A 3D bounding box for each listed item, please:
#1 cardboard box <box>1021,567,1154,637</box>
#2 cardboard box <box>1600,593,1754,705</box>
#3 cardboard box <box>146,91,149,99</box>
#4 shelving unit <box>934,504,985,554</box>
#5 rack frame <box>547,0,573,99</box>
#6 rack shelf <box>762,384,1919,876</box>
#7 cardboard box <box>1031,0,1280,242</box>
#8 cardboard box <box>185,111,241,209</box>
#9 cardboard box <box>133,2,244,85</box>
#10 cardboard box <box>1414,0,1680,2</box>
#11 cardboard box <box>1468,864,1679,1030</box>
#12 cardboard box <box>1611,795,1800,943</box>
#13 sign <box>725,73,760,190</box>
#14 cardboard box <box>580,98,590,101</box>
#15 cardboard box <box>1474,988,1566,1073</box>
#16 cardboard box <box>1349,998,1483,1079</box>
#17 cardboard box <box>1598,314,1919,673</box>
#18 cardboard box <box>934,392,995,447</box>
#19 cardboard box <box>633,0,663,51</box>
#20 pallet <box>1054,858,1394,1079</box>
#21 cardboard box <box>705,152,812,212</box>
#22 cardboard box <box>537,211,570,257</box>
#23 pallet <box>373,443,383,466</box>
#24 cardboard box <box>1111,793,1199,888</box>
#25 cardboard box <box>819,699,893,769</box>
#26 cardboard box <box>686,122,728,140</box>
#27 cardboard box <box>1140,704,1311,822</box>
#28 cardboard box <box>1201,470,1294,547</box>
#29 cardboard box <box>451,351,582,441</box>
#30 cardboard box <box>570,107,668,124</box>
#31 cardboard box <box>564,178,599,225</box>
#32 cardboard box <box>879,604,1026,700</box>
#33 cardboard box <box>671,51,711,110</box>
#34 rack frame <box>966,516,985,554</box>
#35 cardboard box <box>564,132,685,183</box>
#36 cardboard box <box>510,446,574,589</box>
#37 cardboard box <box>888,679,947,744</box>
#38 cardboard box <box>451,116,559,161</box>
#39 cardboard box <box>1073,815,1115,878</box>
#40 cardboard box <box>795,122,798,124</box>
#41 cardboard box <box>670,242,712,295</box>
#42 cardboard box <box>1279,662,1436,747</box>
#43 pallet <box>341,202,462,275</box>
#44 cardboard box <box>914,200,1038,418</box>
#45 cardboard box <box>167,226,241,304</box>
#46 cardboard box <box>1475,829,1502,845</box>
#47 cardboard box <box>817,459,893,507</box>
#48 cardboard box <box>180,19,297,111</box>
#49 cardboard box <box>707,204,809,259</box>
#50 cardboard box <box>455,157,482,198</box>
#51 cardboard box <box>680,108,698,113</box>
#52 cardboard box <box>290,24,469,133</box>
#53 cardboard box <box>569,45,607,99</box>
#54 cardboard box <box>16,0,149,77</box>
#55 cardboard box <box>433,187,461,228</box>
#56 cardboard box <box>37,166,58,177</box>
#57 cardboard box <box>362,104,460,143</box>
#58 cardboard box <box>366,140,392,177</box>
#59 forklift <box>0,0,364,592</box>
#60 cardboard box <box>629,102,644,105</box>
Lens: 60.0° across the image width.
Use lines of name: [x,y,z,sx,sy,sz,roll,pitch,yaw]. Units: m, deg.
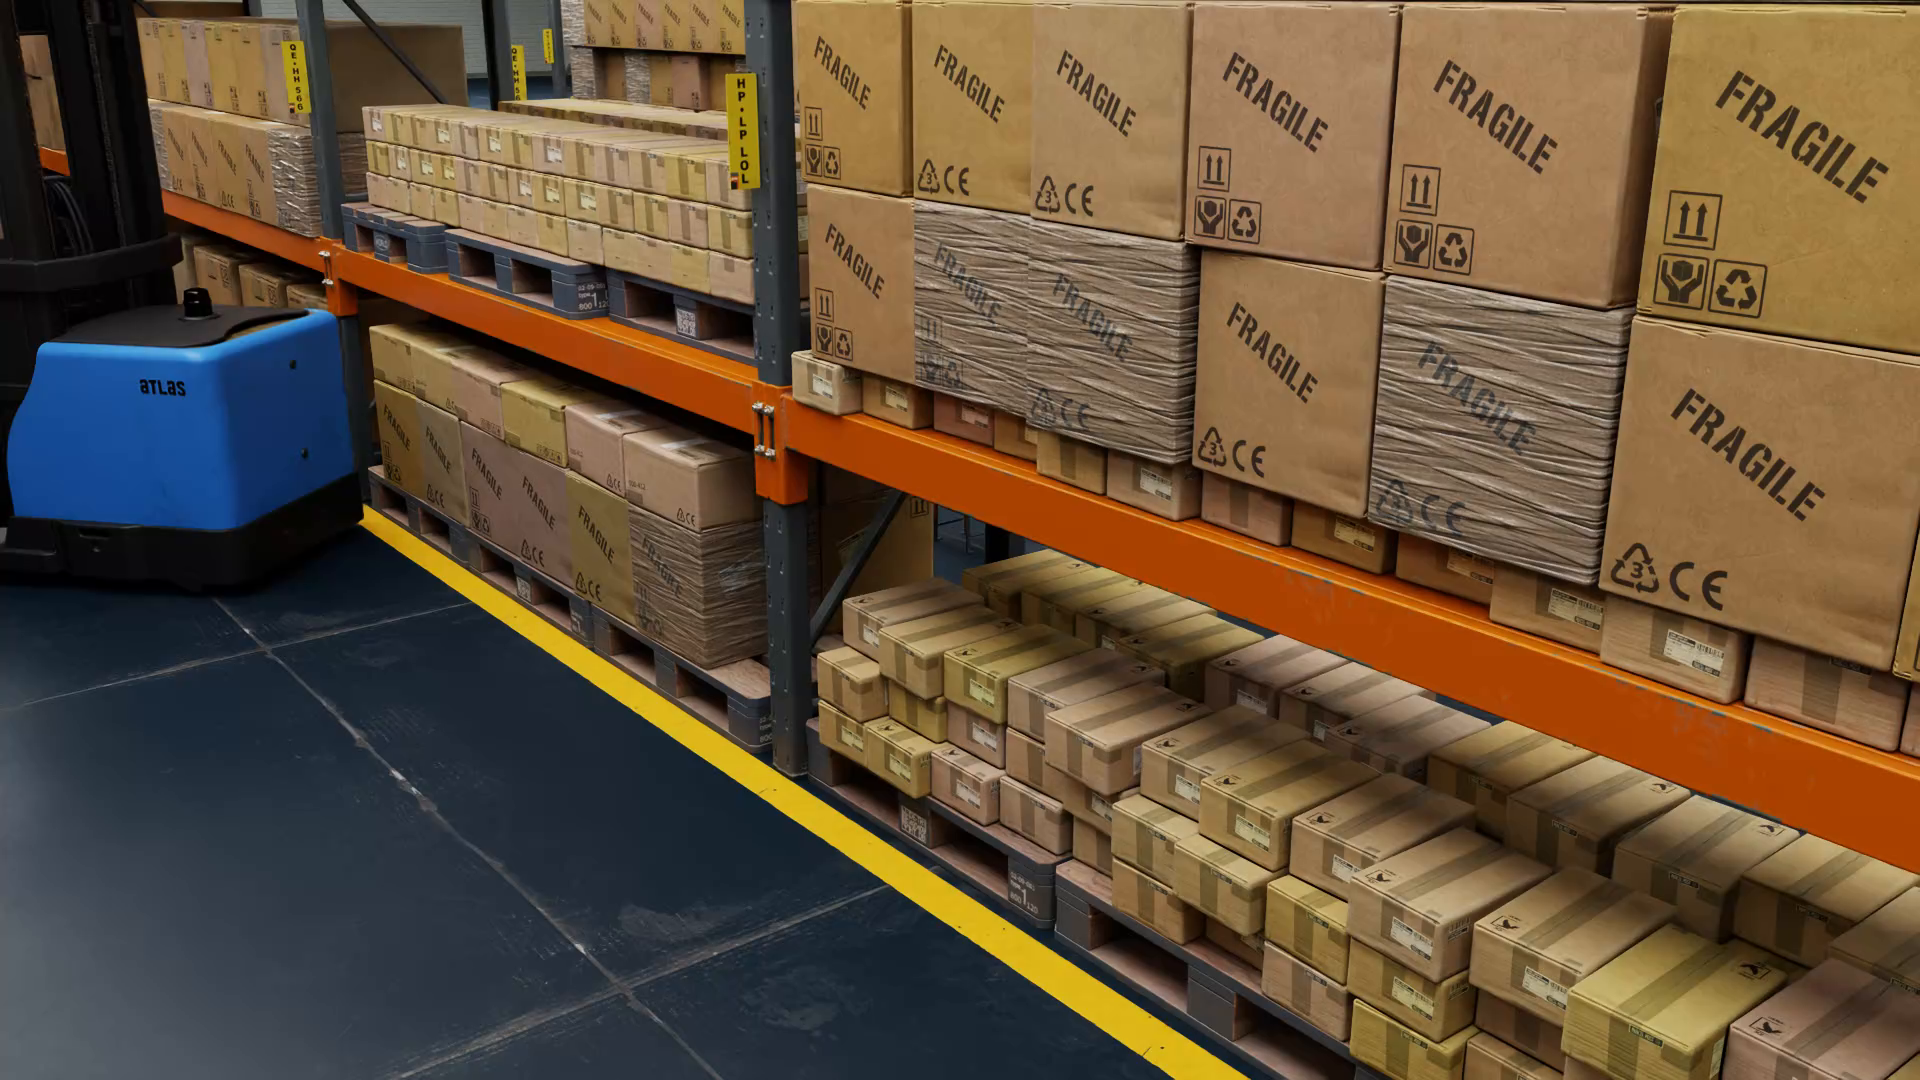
cardboard box: [0.418,0.220,5.348,0.380,0.149,0.250,-14,23,-35]
cardboard box: [1.394,0.150,3.037,0.380,0.149,0.250,-13,22,-35]
cardboard box: [-5.402,-2.875,11.534,0.875,0.550,0.550,-14,23,-36]
shelving unit: [0.033,-0.485,7.658,0.215,1.050,0.252,-14,23,-36]
rack frame: [-3.696,-4.644,17.116,1.000,3.000,0.127,-14,23,-36]
rack shelf: [1.045,0.090,3.962,1.077,0.370,4.000,-14,23,-36]
cardboard box: [0.515,-0.994,3.868,0.500,0.500,0.500,-14,23,-35]
cardboard box: [-4.110,-2.207,9.598,0.500,0.500,0.500,-14,23,-35]
cardboard box: [-5.366,-3.397,11.392,0.875,0.550,0.550,-14,23,-36]
cardboard box: [1.274,-0.965,3.781,0.500,0.500,0.500,-15,23,-38]
cardboard box: [1.277,0.844,3.463,0.380,0.149,0.250,-15,24,-38]
cardboard box: [1.688,0.741,3.772,0.380,0.149,0.250,-15,24,-39]
sign: [-0.629,-1.184,4.825,0.100,0.325,0.005,-14,23,-36]
cardboard box: [-3.566,-4.343,16.605,0.380,0.149,0.250,-14,23,-36]
cardboard box: [1.326,0.966,3.567,0.380,0.149,0.250,-14,23,-37]
cardboard box: [1.090,1.072,3.719,0.380,0.149,0.250,-15,24,-38]
cardboard box: [1.491,-0.135,2.867,0.500,0.500,0.500,-14,23,-37]
cardboard box: [0.148,-0.386,4.657,0.380,0.149,0.250,-15,24,-38]
cardboard box: [-2.637,-4.749,15.210,0.500,0.500,0.500,-14,23,-36]
pallet: [1.010,1.039,4.388,1.003,0.211,1.213,-14,23,-36]
cardboard box: [-0.599,-1.167,5.401,0.380,0.149,0.250,-13,22,-34]
cardboard box: [-1.409,-1.204,6.457,0.380,0.149,0.250,-13,22,-34]
pallet: [-3.110,-0.615,9.383,1.003,0.211,1.213,-14,23,-36]
cardboard box: [0.610,0.732,4.273,0.380,0.149,0.250,-14,23,-37]
cardboard box: [-0.222,0.562,5.259,0.380,0.149,0.250,-15,24,-38]
cardboard box: [-0.884,-1.612,6.743,0.380,0.149,0.250,-13,22,-34]
cardboard box: [0.683,0.575,4.276,0.380,0.149,0.250,-15,24,-38]
cardboard box: [0.782,-0.119,3.850,0.380,0.149,0.250,-13,22,-34]
cardboard box: [-1.829,-0.632,7.114,0.500,0.250,0.500,-14,23,-36]
cardboard box: [-1.531,-1.869,7.520,0.380,0.149,0.250,-13,22,-35]
cardboard box: [-1.248,-1.282,6.221,0.380,0.149,0.250,-15,24,-39]
cardboard box: [-0.020,0.332,5.008,0.380,0.149,0.250,-13,22,-33]
cardboard box: [-2.116,-4.204,15.153,0.875,0.500,0.500,-14,23,-36]
rack frame: [0.109,-0.455,7.567,0.200,1.050,0.008,-14,23,-36]
cardboard box: [-1.238,-1.423,6.174,0.380,0.149,0.250,-15,23,-38]
cardboard box: [-1.487,-0.144,6.833,0.500,0.500,0.500,-15,23,-37]
cardboard box: [0.005,0.465,5.079,0.380,0.149,0.250,-14,23,-36]
cardboard box: [-1.894,-1.682,6.955,0.380,0.149,0.250,-13,22,-34]
cardboard box: [0.529,0.791,4.568,0.380,0.149,0.250,-15,24,-38]
cardboard box: [-1.577,-3.535,14.165,0.380,0.149,0.250,-14,23,-36]
cardboard box: [-0.760,-0.947,5.683,0.380,0.149,0.250,-14,23,-36]
cardboard box: [1.096,0.472,4.587,0.380,0.149,0.250,-15,24,-38]
pallet: [-2.154,-1.484,7.877,1.213,0.211,1.003,-14,23,-36]
cardboard box: [0.226,-0.641,4.394,0.500,0.500,0.500,-14,23,-36]
cardboard box: [-4.708,-1.711,11.169,1.050,0.750,0.750,-14,23,-36]
cardboard box: [1.302,0.764,4.178,0.380,0.149,0.250,-13,22,-33]
cardboard box: [-0.448,-0.346,6.252,0.500,0.250,0.500,-15,24,-38]
cardboard box: [-4.216,-2.865,9.994,0.700,0.500,0.500,-14,23,-36]
cardboard box: [-0.598,-1.025,5.444,0.380,0.149,0.250,-13,22,-34]
cardboard box: [-1.888,-1.537,6.992,0.380,0.149,0.250,-14,23,-36]
cardboard box: [-2.314,-3.852,15.125,0.380,0.149,0.250,-14,23,-36]
cardboard box: [-2.951,-2.364,8.481,0.700,0.500,0.500,-14,23,-36]
cardboard box: [-3.376,-4.692,16.628,0.875,0.500,0.500,-14,23,-36]
cardboard box: [-6.792,-3.904,12.923,0.875,0.550,0.550,-14,23,-36]
cardboard box: [-2.057,-1.461,7.235,0.380,0.149,0.250,-13,22,-34]
cardboard box: [-7.174,-2.737,14.070,0.875,0.875,0.875,-14,23,-36]
cardboard box: [-2.542,-1.939,7.733,0.380,0.149,0.250,-14,23,-36]
cardboard box: [-2.537,-1.793,7.763,0.380,0.149,0.250,-13,22,-34]
forklift: [-4.418,-1.388,7.390,3.031,2.935,1.130,4,19,12]
cardboard box: [-2.925,-4.101,15.876,0.380,0.149,0.250,-14,23,-36]
